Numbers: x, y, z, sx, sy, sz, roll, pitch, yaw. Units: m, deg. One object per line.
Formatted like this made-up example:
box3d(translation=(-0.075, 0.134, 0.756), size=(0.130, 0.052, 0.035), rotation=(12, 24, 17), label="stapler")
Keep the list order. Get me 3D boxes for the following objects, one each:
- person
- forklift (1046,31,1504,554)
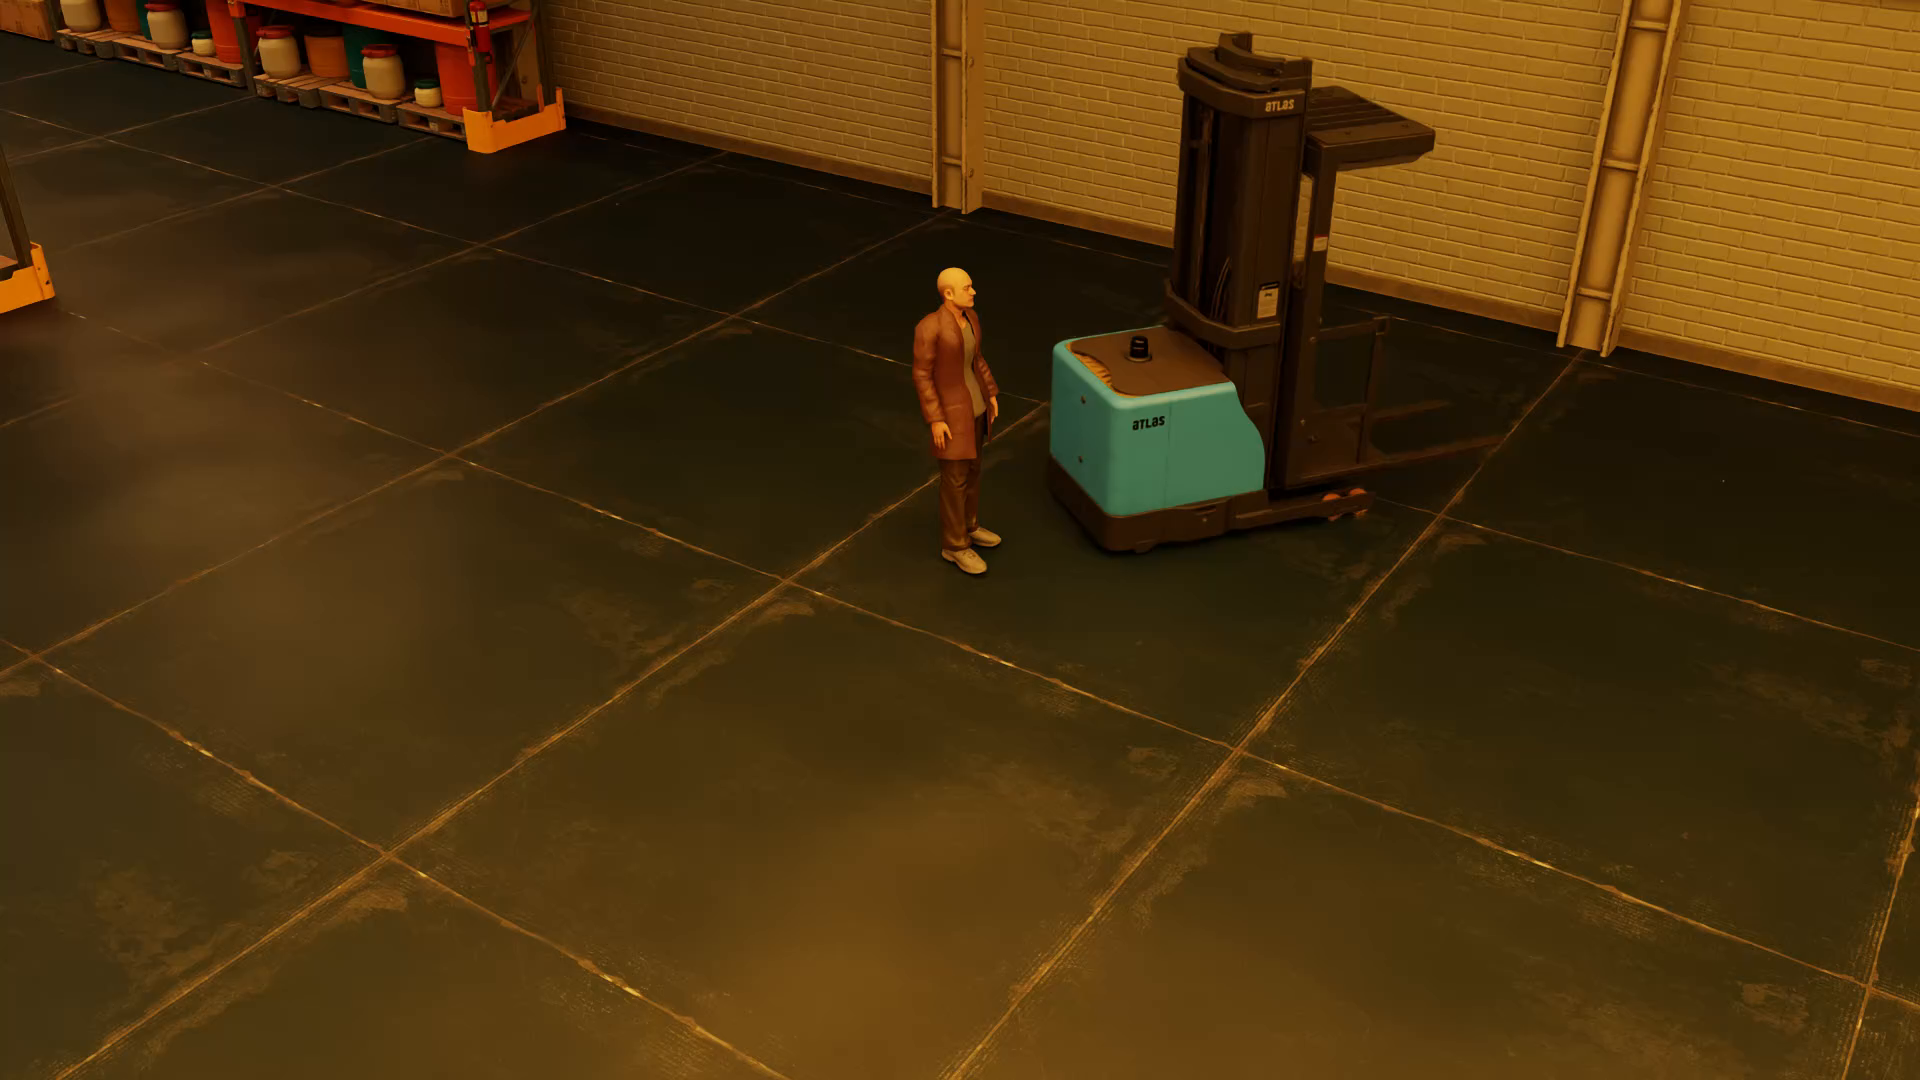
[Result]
box3d(translation=(0.072, -0.748, 10.003), size=(0.582, 1.776, 0.696), rotation=(19, 35, 29), label="person")
box3d(translation=(2.141, -1.636, 10.398), size=(3.031, 2.935, 1.130), rotation=(-11, 32, -18), label="forklift")
